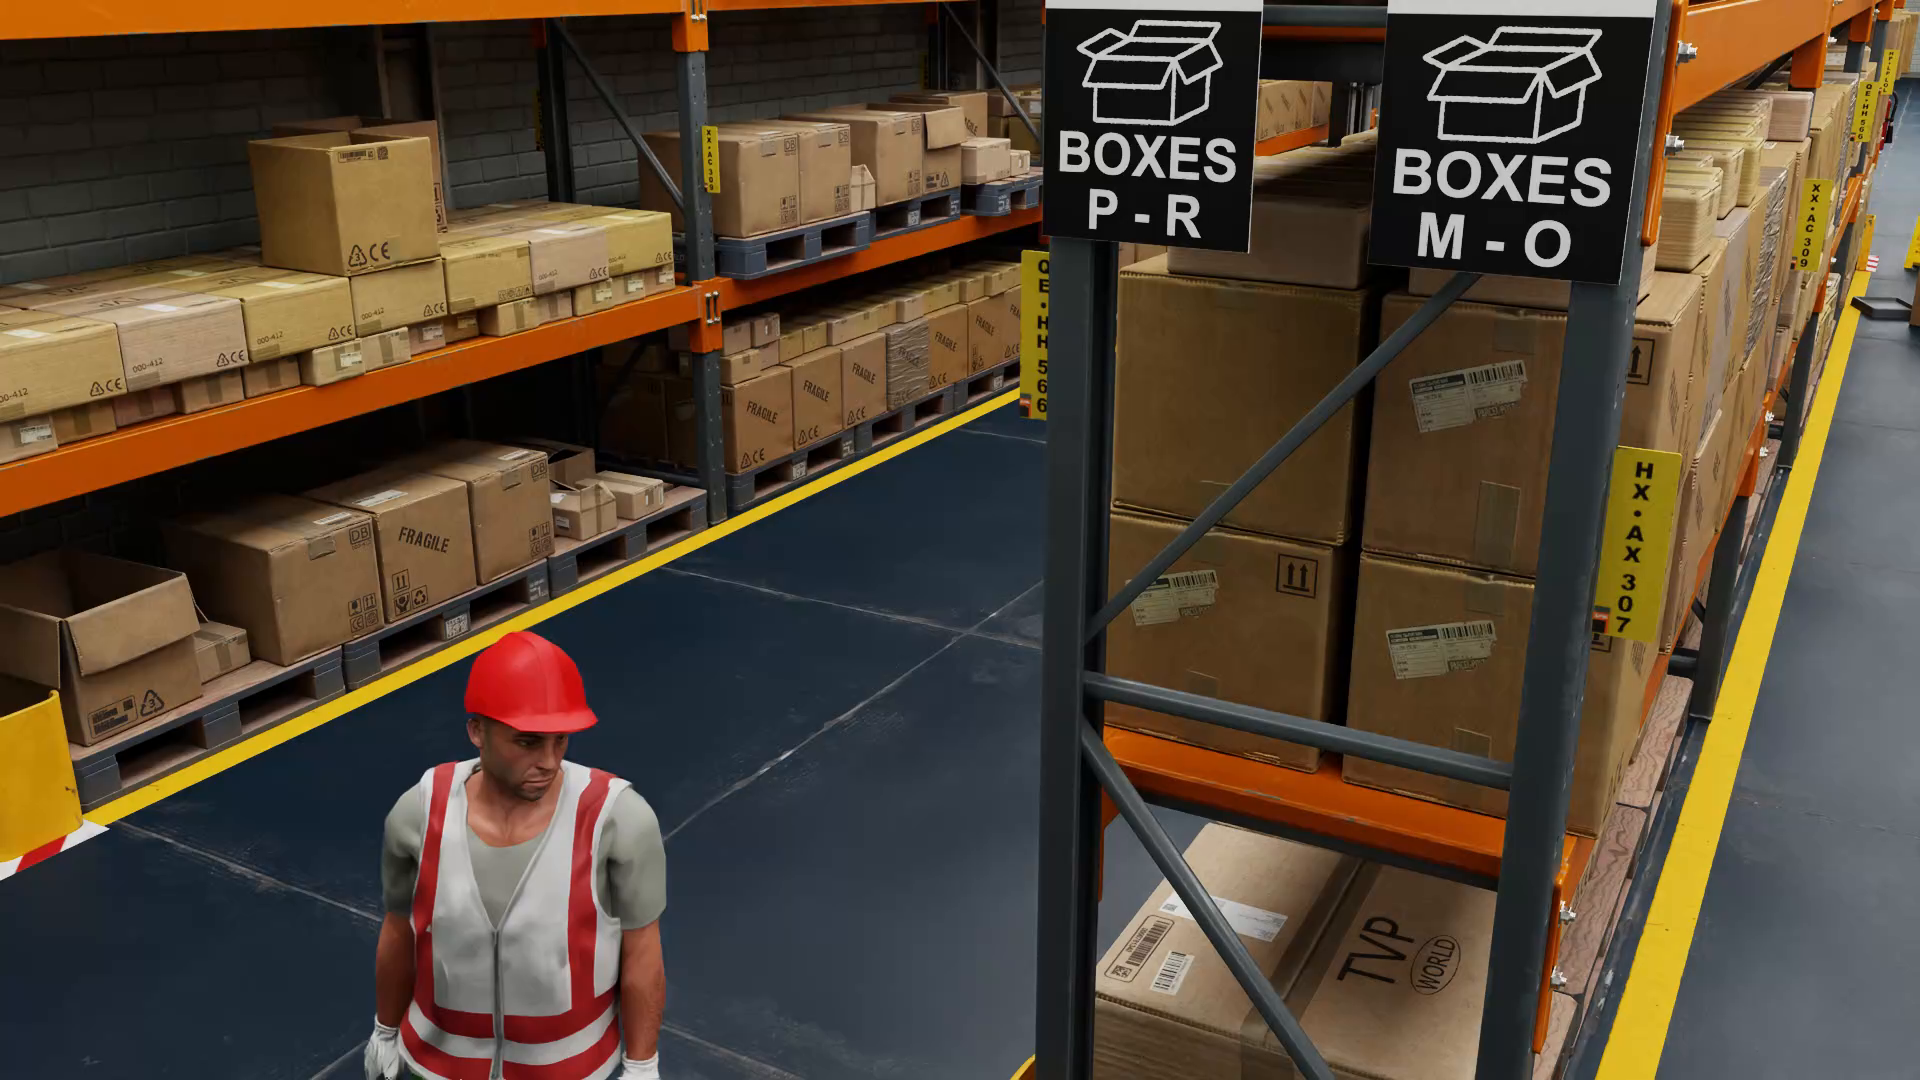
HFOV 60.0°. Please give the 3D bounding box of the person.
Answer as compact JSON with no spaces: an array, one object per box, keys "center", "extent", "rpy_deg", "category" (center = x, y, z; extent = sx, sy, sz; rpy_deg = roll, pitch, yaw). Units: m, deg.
[{"center":[-0.863,0.989,3.216],"extent":[0.623,1.745,0.911],"rpy_deg":[-1,19,-4],"category":"person"}]
